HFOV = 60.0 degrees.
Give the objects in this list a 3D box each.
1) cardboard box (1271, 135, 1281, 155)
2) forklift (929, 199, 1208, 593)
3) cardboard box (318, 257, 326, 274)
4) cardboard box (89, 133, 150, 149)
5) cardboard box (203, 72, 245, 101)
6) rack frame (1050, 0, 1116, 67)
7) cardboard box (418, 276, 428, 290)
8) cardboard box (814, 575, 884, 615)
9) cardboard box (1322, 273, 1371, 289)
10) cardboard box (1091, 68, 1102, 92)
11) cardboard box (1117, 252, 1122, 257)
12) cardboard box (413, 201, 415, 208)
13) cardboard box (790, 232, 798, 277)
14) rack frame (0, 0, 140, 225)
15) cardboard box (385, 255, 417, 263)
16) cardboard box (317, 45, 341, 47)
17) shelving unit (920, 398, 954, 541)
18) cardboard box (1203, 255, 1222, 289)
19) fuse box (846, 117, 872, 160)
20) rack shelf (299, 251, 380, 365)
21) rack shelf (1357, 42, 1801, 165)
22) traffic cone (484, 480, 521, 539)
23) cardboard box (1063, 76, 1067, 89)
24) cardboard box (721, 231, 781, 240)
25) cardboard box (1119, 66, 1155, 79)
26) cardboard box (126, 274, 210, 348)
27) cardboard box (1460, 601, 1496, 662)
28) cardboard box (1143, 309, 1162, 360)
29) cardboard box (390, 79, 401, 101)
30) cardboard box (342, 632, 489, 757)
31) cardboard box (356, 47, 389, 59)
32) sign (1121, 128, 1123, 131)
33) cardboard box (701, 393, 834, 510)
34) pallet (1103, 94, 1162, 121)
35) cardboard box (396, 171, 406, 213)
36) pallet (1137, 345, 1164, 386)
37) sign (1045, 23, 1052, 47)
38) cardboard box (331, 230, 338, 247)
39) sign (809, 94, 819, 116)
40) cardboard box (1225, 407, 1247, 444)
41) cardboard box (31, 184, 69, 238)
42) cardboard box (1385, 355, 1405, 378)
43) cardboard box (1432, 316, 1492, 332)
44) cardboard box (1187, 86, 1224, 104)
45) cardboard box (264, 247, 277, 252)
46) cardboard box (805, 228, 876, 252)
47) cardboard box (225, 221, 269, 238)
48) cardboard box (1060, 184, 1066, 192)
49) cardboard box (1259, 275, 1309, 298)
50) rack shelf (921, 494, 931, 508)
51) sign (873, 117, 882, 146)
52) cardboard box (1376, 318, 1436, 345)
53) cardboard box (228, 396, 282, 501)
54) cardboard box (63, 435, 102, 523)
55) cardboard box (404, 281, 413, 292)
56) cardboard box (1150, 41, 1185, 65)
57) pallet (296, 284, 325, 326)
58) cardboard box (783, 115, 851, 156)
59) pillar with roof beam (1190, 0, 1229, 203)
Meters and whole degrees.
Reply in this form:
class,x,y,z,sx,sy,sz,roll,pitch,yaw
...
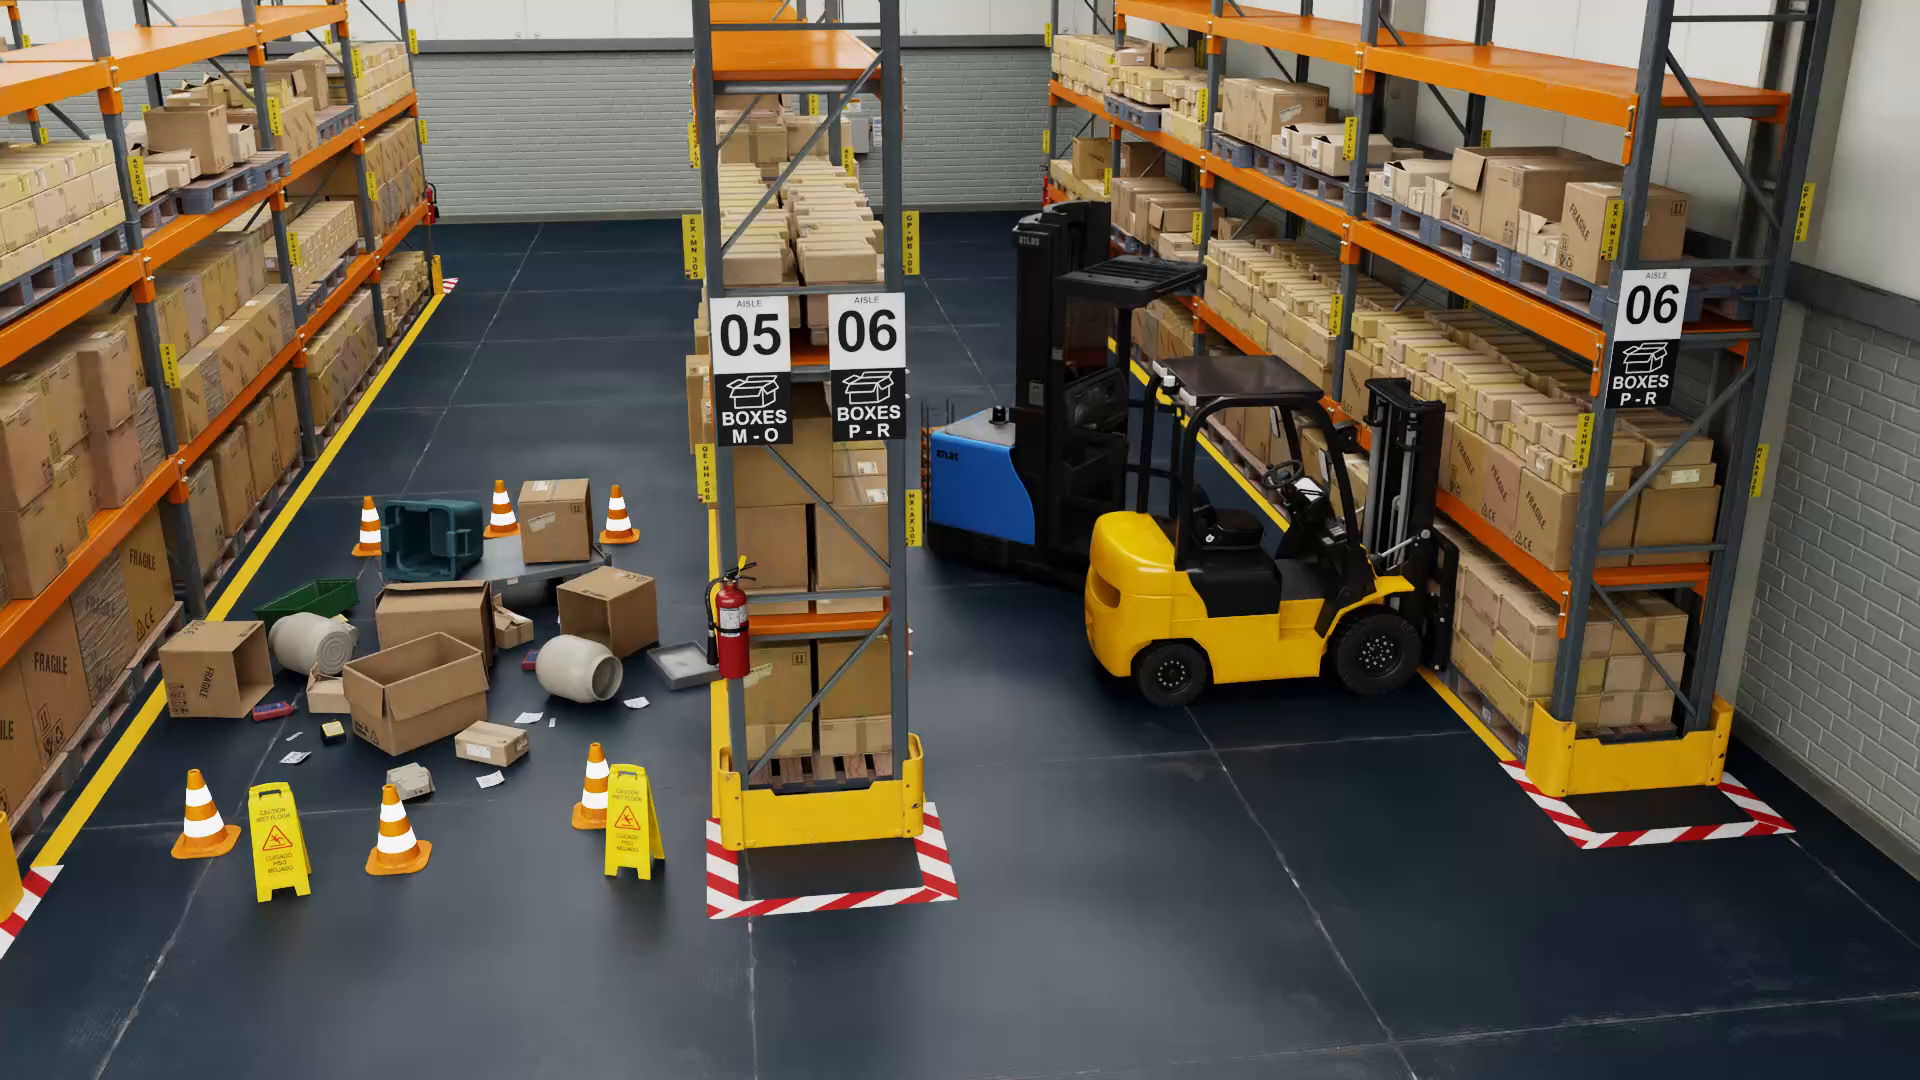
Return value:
class,x,y,z,sx,sy,sz,roll,pitch,yaw
cardboard box,2.968,-3.486,14.664,0.380,0.149,0.250,-3,21,-8
forklift,1.251,-1.100,13.045,3.031,2.935,1.130,13,24,31
cardboard box,-6.892,-2.874,17.456,0.380,0.149,0.250,-3,21,-7
cardboard box,-6.801,-3.165,13.574,0.500,0.311,0.500,-3,21,-9
cardboard box,-7.355,-4.553,16.668,0.396,0.266,0.258,-3,21,-8
rack frame,1.808,-8.287,23.617,1.000,3.000,0.127,-3,21,-8
cardboard box,-7.568,-3.546,22.972,0.380,0.149,0.250,-2,21,-6
cardboard box,-0.641,0.304,9.548,0.380,0.149,0.250,-3,21,-8
cardboard box,3.526,-2.335,15.186,0.380,0.149,0.250,-3,21,-7
cardboard box,1.982,-5.900,21.302,0.500,0.250,0.500,-4,21,-10
cardboard box,2.037,-3.629,22.691,0.700,0.500,0.500,-4,21,-10
cardboard box,-7.611,-4.550,22.545,0.380,0.149,0.250,-3,21,-8
cardboard box,-0.768,-1.700,10.056,0.500,0.250,0.500,-2,21,-6
rack frame,-6.257,-3.596,11.057,1.000,3.000,0.127,-3,21,-8
cardboard box,-7.681,-3.820,22.855,0.380,0.149,0.250,-3,21,-7
cardboard box,-8.180,-6.386,21.744,0.380,0.149,0.250,-3,21,-8
shelving unit,-0.188,-0.595,14.167,0.258,1.200,0.189,-6,21,-15
cardboard box,2.759,-2.704,16.742,0.500,0.250,0.500,-3,21,-8
fuse box,-1.840,-6.628,29.591,0.539,1.711,0.414,-3,21,-8
rack shelf,-7.122,-2.526,17.795,1.077,0.370,4.000,-3,21,-8
rack shelf,3.826,-2.916,10.835,1.077,0.370,4.000,-3,21,-8
traffic cone,-3.969,-0.291,14.407,0.336,0.463,0.334,-3,21,-8
cardboard box,1.642,-6.372,23.135,0.380,0.149,0.250,-2,21,-7
cardboard box,-1.192,-1.627,9.293,0.380,0.149,0.250,-3,21,-8
cardboard box,2.103,-5.548,19.761,0.380,0.149,0.250,-3,21,-7
cardboard box,-6.483,-1.826,13.319,0.700,0.500,0.500,-3,21,-7
cardboard box,3.673,0.593,11.030,0.500,0.250,0.500,-3,21,-8
cardboard box,2.454,-2.402,19.407,0.500,0.500,0.500,-4,21,-10
cardboard box,-7.521,-5.783,21.413,0.500,0.250,0.500,-2,21,-5
cardboard box,-3.555,1.004,10.884,0.637,0.503,0.797,17,27,39
cardboard box,-7.550,-6.240,21.354,0.380,0.149,0.250,-3,21,-9
sign,2.360,-6.188,24.465,0.100,0.325,0.005,-3,21,-8
cardboard box,-1.087,-0.506,9.361,0.700,0.500,0.500,-3,21,-9
pallet,2.409,-5.180,19.853,1.213,0.211,1.003,-3,21,-8
cardboard box,-7.454,-4.457,21.369,0.500,0.500,0.500,-2,21,-5
pallet,2.718,-2.082,19.565,1.003,0.211,1.213,-3,21,-8
sign,1.271,-7.264,23.916,0.100,0.325,0.005,-3,21,-8
cardboard box,-7.006,-3.284,18.131,0.380,0.149,0.250,-4,21,-11
sign,-1.413,-4.129,16.033,0.100,0.325,0.005,-3,21,-8
cardboard box,3.140,-1.349,16.408,0.875,0.625,0.625,-2,21,-6
cardboard box,-5.790,-1.998,10.111,0.500,0.250,0.500,-3,21,-8
cardboard box,3.390,-1.282,12.365,0.380,0.149,0.250,-2,21,-7
cardboard box,3.878,-1.628,12.866,0.380,0.149,0.250,-3,21,-9
cardboard box,2.597,-4.658,17.407,0.380,0.149,0.250,-4,21,-10
cardboard box,-6.750,-2.791,16.385,0.380,0.149,0.250,-3,21,-9
cardboard box,-0.673,-1.656,9.369,0.380,0.149,0.250,-3,21,-8
cardboard box,-7.621,-3.306,17.764,0.380,0.149,0.250,-2,21,-6
cardboard box,1.666,-5.146,24.140,0.380,0.149,0.250,-2,21,-6
cardboard box,2.940,-2.309,15.114,0.380,0.149,0.250,-3,21,-9
rack shelf,-0.188,-0.328,14.266,0.258,0.103,0.180,-6,21,-15
sign,-1.381,-7.284,29.641,0.329,0.494,0.001,-3,21,-8
cardboard box,3.435,-1.602,12.796,0.380,0.149,0.250,-3,21,-7
cardboard box,-6.706,-0.796,14.749,1.050,0.750,0.750,-3,21,-7
cardboard box,-6.129,-0.347,10.717,0.875,0.550,0.550,-3,21,-8
cardboard box,-7.446,-3.325,21.954,0.380,0.149,0.250,-2,21,-5
cardboard box,2.497,-5.854,19.988,0.396,0.266,0.258,-3,21,-9
pallet,-7.042,-2.322,16.495,1.213,0.211,1.003,-3,21,-8
cardboard box,-1.143,-3.231,13.266,0.500,0.250,0.500,-3,21,-9
pillar with roof beam,-1.084,-6.972,20.095,9.100,9.000,0.400,-3,21,-8
